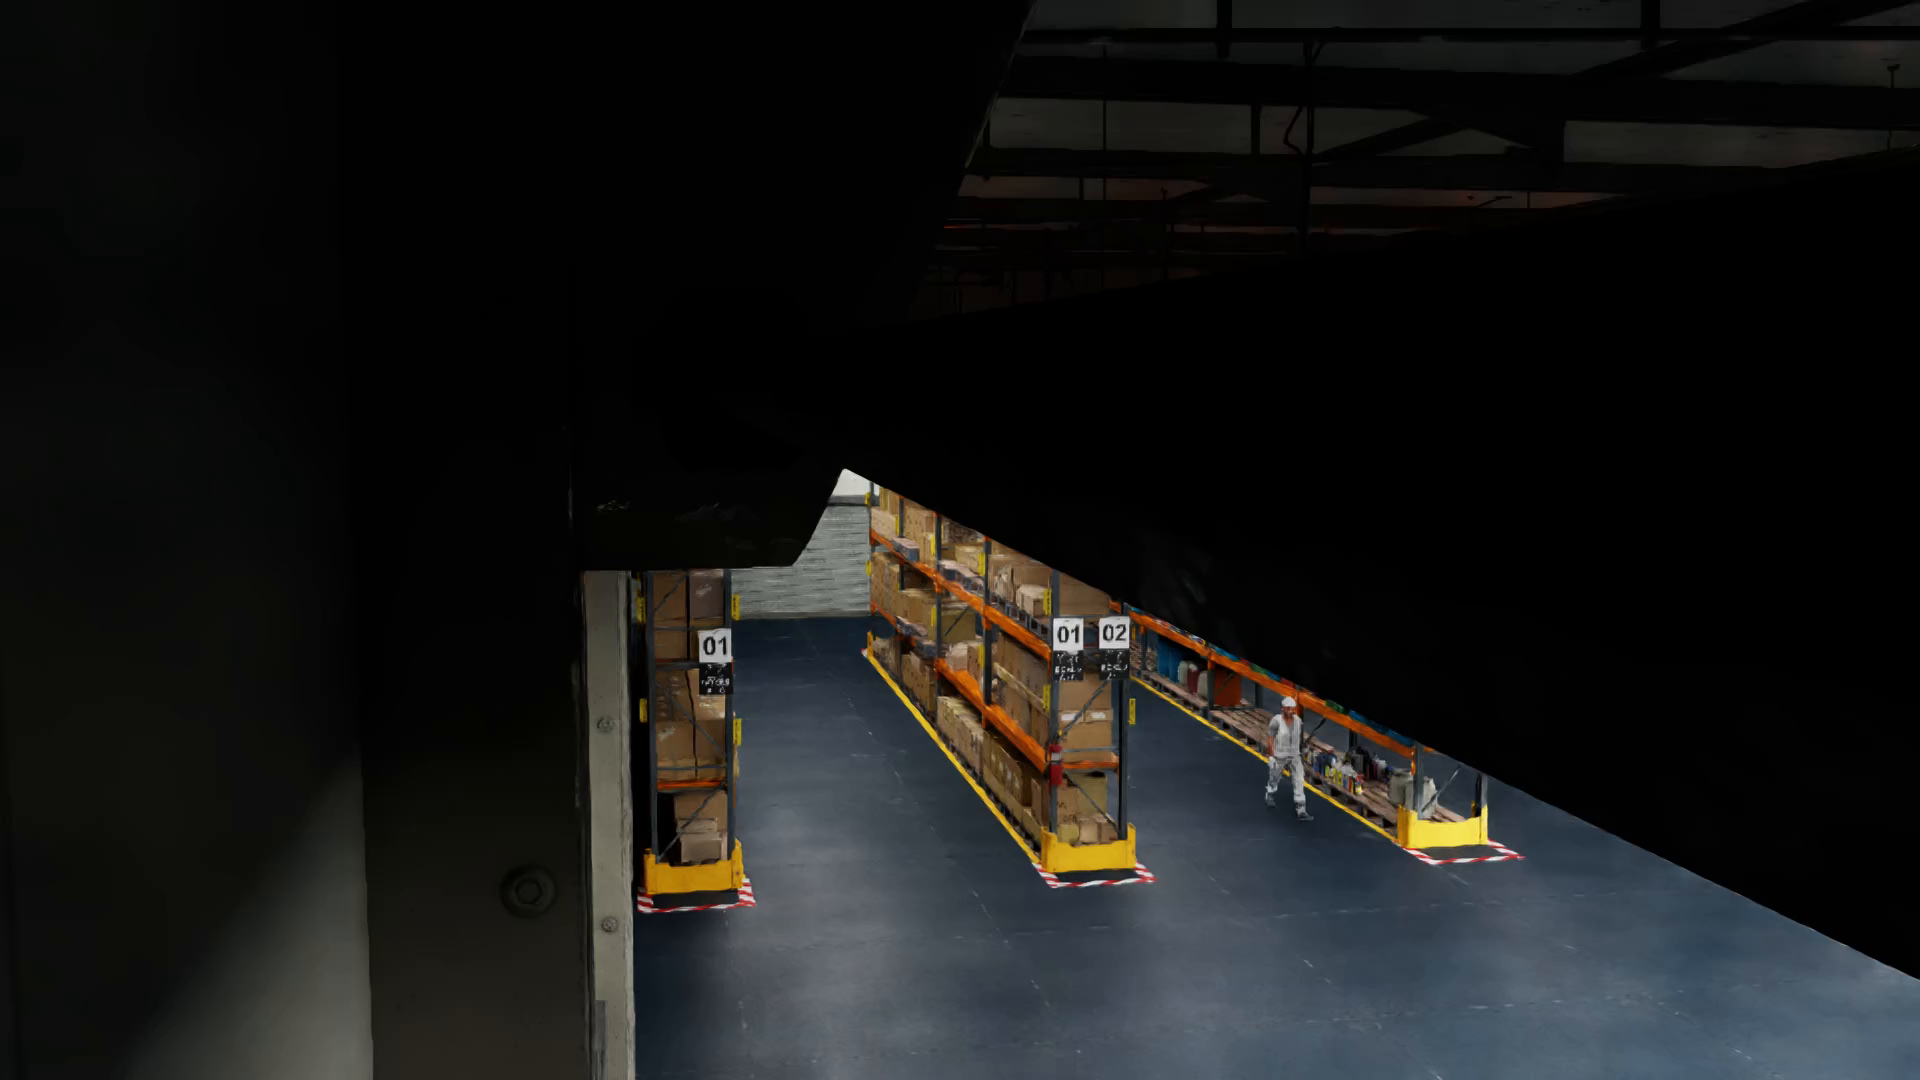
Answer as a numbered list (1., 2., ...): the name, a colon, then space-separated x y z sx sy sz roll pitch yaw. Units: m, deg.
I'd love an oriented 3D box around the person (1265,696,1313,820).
1. person: 4.589 3.028 23.371 0.553 1.709 1.123 -1 6 -9
